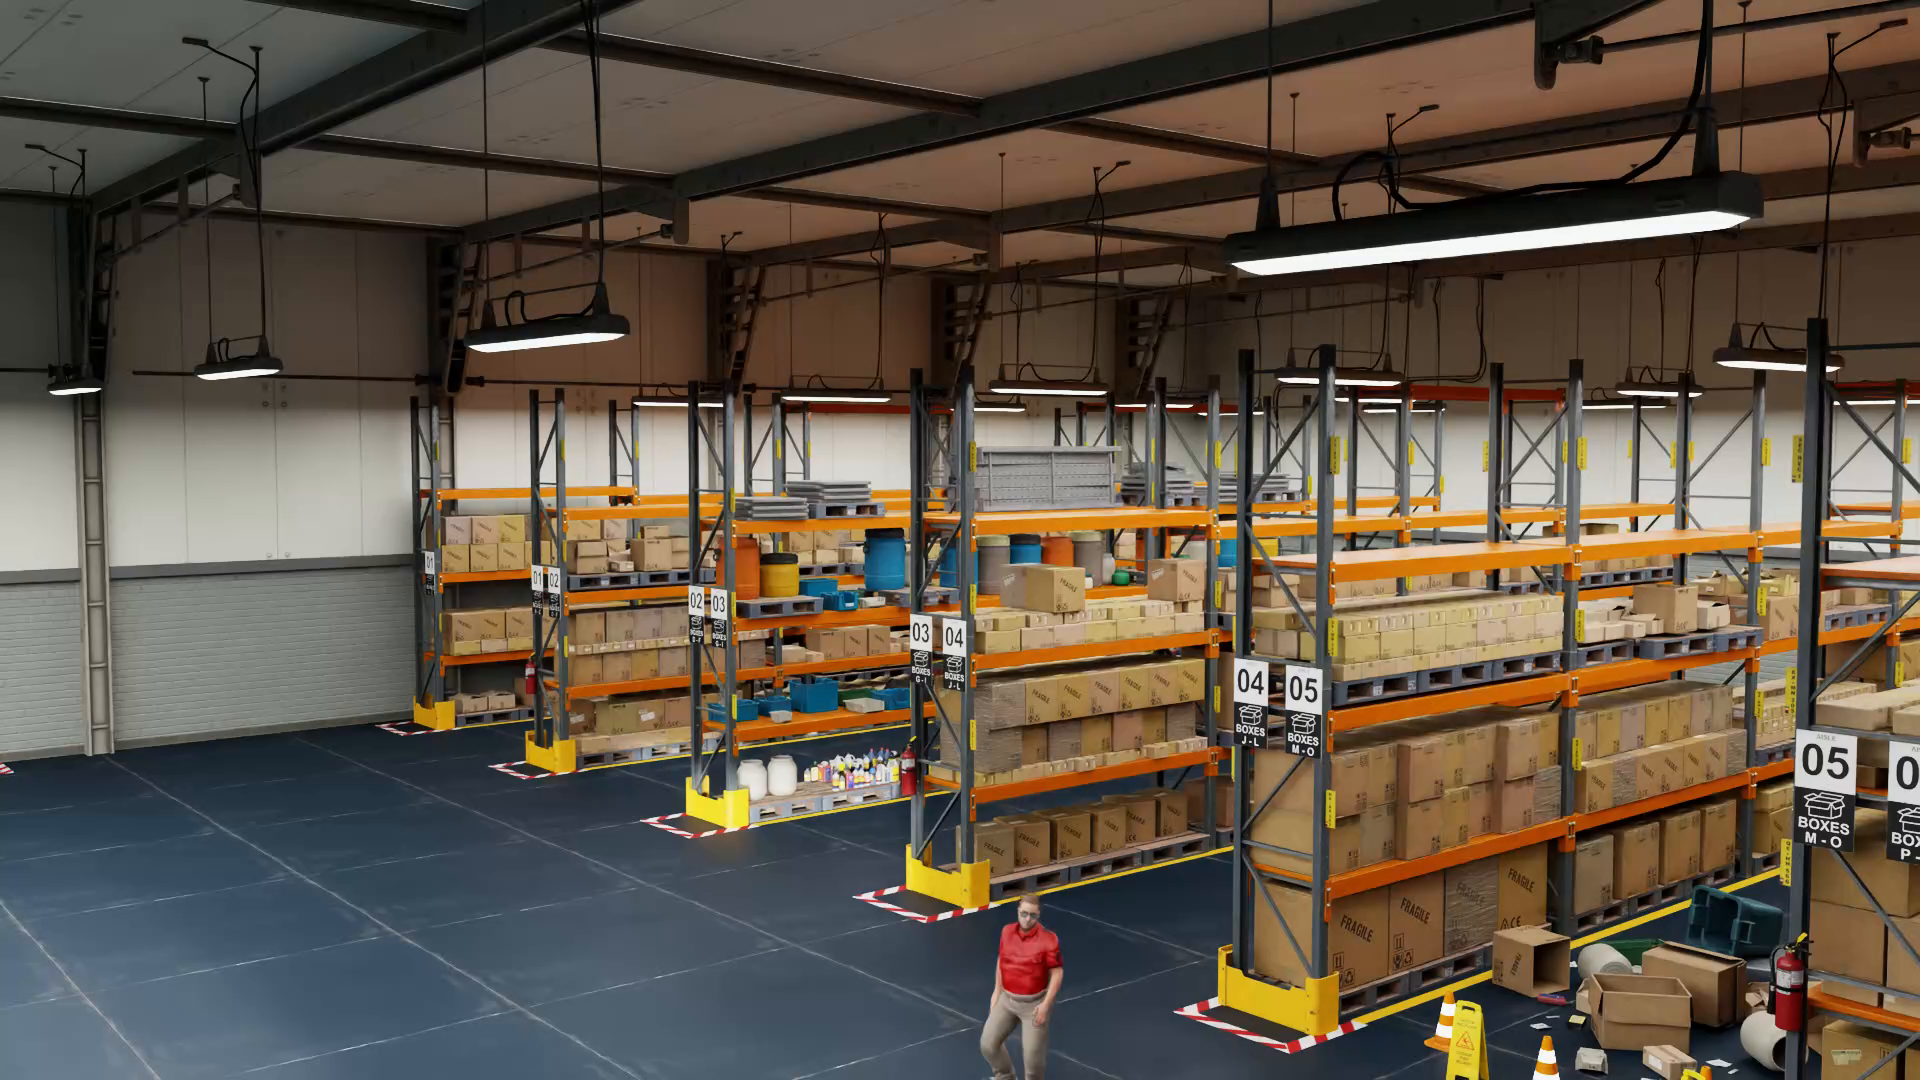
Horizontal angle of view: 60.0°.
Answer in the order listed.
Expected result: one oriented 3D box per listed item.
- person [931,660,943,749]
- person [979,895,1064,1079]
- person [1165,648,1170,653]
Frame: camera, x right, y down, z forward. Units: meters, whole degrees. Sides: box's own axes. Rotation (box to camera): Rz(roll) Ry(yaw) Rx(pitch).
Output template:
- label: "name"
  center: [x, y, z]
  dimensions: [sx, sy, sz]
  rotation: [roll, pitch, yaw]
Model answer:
- label: "person"
  center: [-0.075, 2.699, 27.891]
  dimensions: [1.078, 1.598, 0.716]
  rotation: [-2, 4, -28]
- label: "person"
  center: [0.425, 3.571, 12.782]
  dimensions: [0.784, 1.717, 0.603]
  rotation: [2, 4, 27]
- label: "person"
  center: [3.629, 2.477, 30.619]
  dimensions: [0.655, 1.807, 0.663]
  rotation: [-2, 4, -33]
